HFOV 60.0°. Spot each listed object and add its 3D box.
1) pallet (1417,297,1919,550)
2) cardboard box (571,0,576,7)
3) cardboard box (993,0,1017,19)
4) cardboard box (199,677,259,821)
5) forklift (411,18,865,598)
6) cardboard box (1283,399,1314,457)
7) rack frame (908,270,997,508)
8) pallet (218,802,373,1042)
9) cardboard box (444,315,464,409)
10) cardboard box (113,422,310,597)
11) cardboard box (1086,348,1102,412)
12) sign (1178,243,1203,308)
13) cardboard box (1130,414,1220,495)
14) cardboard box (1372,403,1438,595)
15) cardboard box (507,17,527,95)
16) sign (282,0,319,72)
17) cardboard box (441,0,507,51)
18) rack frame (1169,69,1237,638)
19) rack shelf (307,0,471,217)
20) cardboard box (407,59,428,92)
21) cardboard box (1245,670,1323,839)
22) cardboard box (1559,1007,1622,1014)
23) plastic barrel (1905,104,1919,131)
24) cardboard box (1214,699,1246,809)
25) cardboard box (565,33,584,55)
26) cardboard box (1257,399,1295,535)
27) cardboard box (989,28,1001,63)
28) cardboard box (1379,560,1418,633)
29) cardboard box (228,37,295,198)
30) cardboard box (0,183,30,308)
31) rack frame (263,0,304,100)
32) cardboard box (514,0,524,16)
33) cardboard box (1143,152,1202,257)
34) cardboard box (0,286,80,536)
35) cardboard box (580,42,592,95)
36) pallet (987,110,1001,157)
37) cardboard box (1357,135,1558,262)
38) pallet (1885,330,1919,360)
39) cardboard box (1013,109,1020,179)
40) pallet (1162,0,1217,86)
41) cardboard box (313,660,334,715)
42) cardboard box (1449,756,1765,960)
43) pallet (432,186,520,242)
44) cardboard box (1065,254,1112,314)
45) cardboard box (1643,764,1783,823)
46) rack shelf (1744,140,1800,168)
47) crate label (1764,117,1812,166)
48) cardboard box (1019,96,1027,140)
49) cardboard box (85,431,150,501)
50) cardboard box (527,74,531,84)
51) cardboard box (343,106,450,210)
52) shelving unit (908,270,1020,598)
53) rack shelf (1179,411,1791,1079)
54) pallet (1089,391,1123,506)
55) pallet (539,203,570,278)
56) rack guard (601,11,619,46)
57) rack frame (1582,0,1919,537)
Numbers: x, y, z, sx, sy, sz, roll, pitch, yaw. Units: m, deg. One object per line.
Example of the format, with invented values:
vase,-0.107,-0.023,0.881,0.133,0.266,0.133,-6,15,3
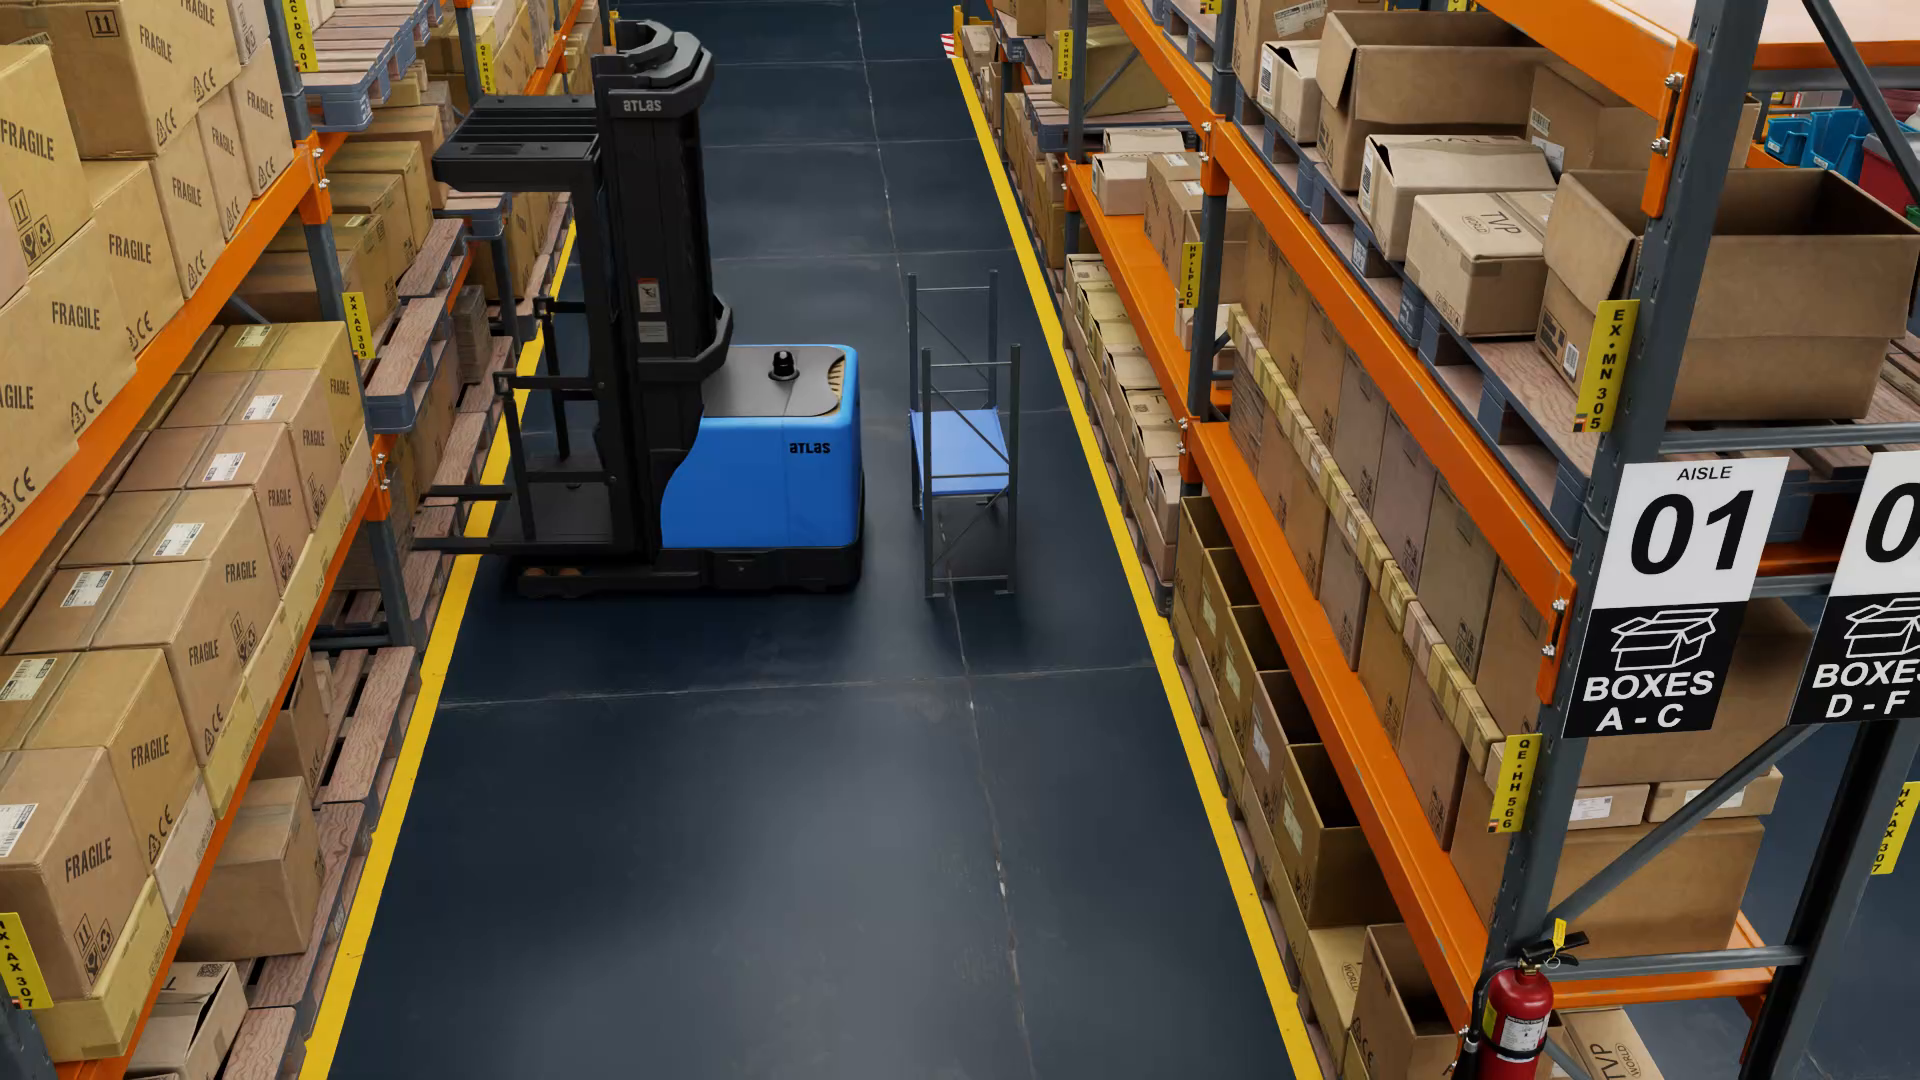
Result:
pallet,1.967,-0.388,4.635,1.003,0.211,1.213,-3,31,-5
cardboard box,-4.143,-5.443,15.644,0.980,0.700,0.700,-4,31,-6
cardboard box,0.707,-4.873,14.476,0.700,0.500,0.500,-13,33,-21
cardboard box,-2.759,0.730,5.729,0.500,0.250,0.500,-3,31,-5
forklift,-2.080,-1.209,8.915,3.031,2.935,1.130,0,31,-1
cardboard box,1.562,-0.471,6.884,0.380,0.149,0.250,-4,31,-6
rack frame,-0.040,-0.860,9.727,0.500,1.500,0.032,-3,31,-5
pallet,-3.083,1.584,6.893,1.003,0.211,1.213,-3,31,-5
cardboard box,-3.621,-1.103,10.680,0.700,0.500,0.500,-3,31,-5
cardboard box,-2.858,-0.106,6.398,0.500,0.500,0.500,-4,31,-6
cardboard box,1.118,-1.057,10.866,0.500,0.250,0.500,-4,31,-6
sign,1.094,-1.250,7.866,0.100,0.325,0.005,-3,31,-5
cardboard box,1.255,-0.517,9.415,0.500,0.311,0.500,-2,31,-3
cardboard box,1.869,-0.167,5.742,0.700,0.500,0.500,-3,31,-4
cardboard box,-3.548,-3.582,12.414,0.500,0.500,0.500,-3,31,-5
sign,-2.759,-2.118,6.942,0.100,0.325,0.005,-3,31,-5
cardboard box,-3.509,-3.641,11.782,0.500,0.250,0.500,-3,31,-5
rack frame,1.633,-0.818,8.194,1.000,3.000,0.127,-3,31,-5
rack shelf,-3.485,-2.579,8.919,1.077,0.370,4.000,-3,31,-5
cardboard box,-3.610,-2.957,10.616,0.380,0.149,0.250,-7,32,-11
cardboard box,1.507,0.878,6.896,0.500,0.500,0.500,-3,31,-5
cardboard box,2.128,1.685,6.276,0.500,0.250,0.500,-3,31,-5
plastic barrel,6.500,-2.629,11.117,0.421,0.512,0.421,0,31,0
cardboard box,1.458,0.944,7.516,0.500,0.250,0.500,-3,31,-5
cardboard box,-3.913,-4.886,16.400,0.380,0.149,0.250,-4,31,-6
cardboard box,1.737,-0.366,7.340,0.700,0.500,0.500,-3,31,-5
cardboard box,0.705,-4.979,17.165,0.797,0.503,0.637,-3,31,-5
cardboard box,1.685,0.190,5.777,0.380,0.149,0.250,-2,31,-3
cardboard box,-3.005,-1.671,6.580,0.500,0.500,0.500,-2,31,-3
cardboard box,-2.715,-0.772,4.100,0.500,0.500,0.500,-3,31,-5
rack frame,-3.298,-3.154,6.256,1.000,3.000,0.127,-3,31,-5
cardboard box,-3.613,-4.156,12.645,0.500,0.250,0.500,-3,31,-6
cardboard box,1.432,-2.047,10.155,0.500,0.500,0.500,-4,31,-7
cardboard box,-2.722,-0.335,4.343,0.500,0.500,0.500,-1,31,-1
cardboard box,-4.103,-4.676,16.681,0.700,0.500,0.500,-2,31,-3
pallet,0.823,-4.056,16.335,1.003,0.211,1.213,-3,31,-5
cardboard box,1.585,-1.125,5.324,0.500,0.311,0.500,1,31,1
pallet,6.225,-1.501,12.057,1.003,0.211,1.213,-3,31,-5
cardboard box,0.749,-3.488,14.673,0.500,0.500,0.500,-2,31,-4
pallet,1.538,-2.473,8.227,0.805,0.209,1.217,-4,31,-7
cardboard box,-3.219,0.720,7.953,0.380,0.166,0.250,-7,32,-11
cardboard box,1.976,0.942,5.150,0.700,0.500,0.500,-3,31,-5
pallet,-3.500,-2.180,10.662,1.213,0.211,1.003,-3,31,-5
cardboard box,1.016,-1.819,11.596,0.500,0.311,0.500,-2,31,-3
cardboard box,2.185,0.692,4.936,0.380,0.149,0.250,-3,31,-5
rack shelf,6.378,-1.766,10.483,1.077,0.370,4.000,-3,31,-5
crate label,5.858,-2.791,11.660,0.303,0.233,0.416,-3,31,-5
cardboard box,0.782,-3.571,14.081,0.500,0.250,0.500,-3,31,-4
cardboard box,-3.377,-0.076,6.348,0.500,0.500,0.500,-2,31,-3
cardboard box,-3.657,-3.754,13.336,0.380,0.149,0.250,-4,31,-6
cardboard box,-3.539,-2.329,10.198,0.700,0.500,0.500,-6,31,-9
shelving unit,0.008,-0.600,9.292,0.538,1.500,1.048,-3,31,-5
rack shelf,1.820,0.512,6.669,1.077,0.370,4.000,-3,31,-5
pallet,1.408,-0.620,10.581,1.003,0.211,1.213,-3,31,-5
pallet,-3.782,-2.451,13.648,1.003,0.211,1.213,-3,31,-5
rack guard,-4.422,-5.645,18.713,1.175,0.500,0.348,-3,31,-5
rack frame,2.007,-1.351,3.237,1.000,3.000,0.127,-3,31,-5
